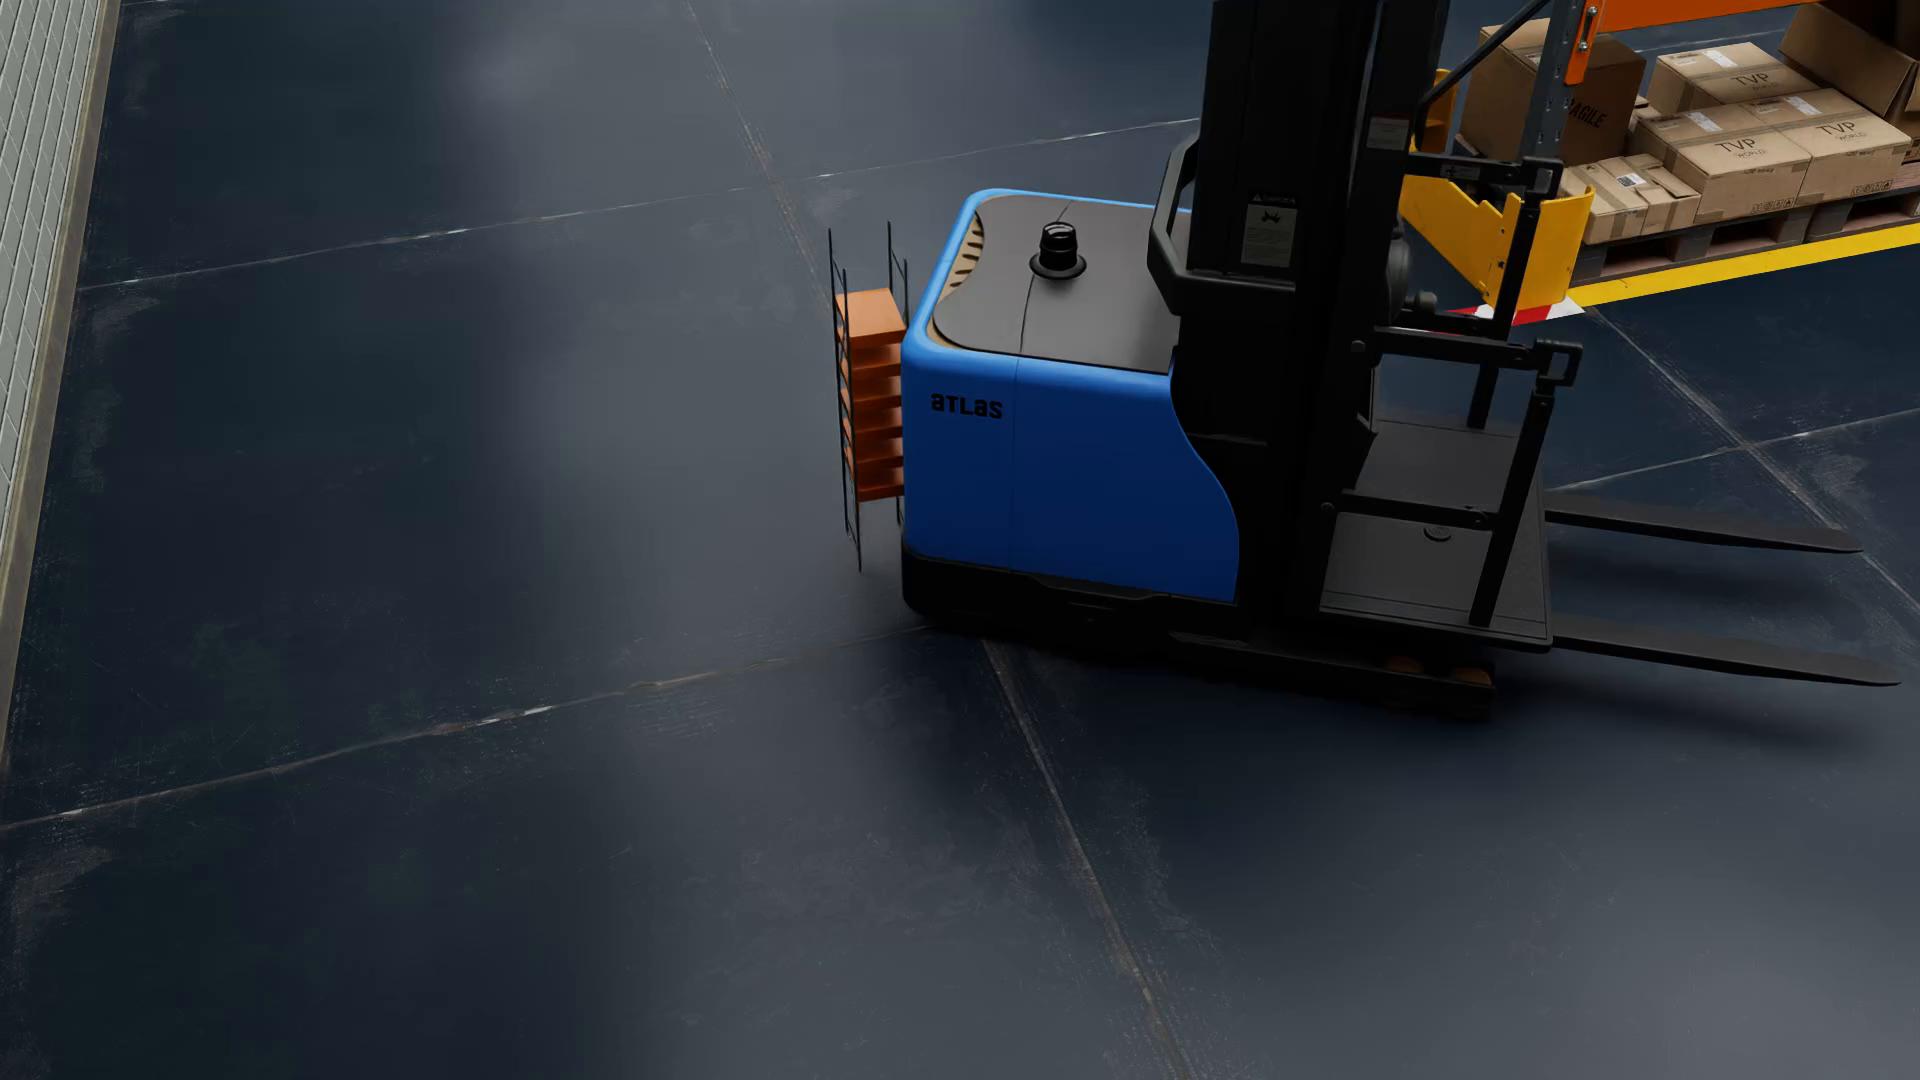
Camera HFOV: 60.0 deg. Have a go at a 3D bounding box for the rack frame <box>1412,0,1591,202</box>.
[{"bbox_3d":[2.120,-2.438,6.261,0.127,3.000,1.000,-12,42,-13],"label":"rack frame"}]

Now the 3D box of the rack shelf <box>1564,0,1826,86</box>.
[{"bbox_3d":[4.028,-2.563,6.950,4.000,0.370,1.077,-12,42,-13],"label":"rack shelf"}]

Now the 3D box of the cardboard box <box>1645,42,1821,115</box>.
[{"bbox_3d":[3.480,-2.000,7.514,0.500,0.250,0.500,-12,42,-13],"label":"cardboard box"}]

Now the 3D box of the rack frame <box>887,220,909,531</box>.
[{"bbox_3d":[-0.187,-0.442,5.344,0.006,1.200,0.240,-10,42,-11],"label":"rack frame"}]

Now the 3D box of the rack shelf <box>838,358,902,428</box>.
[{"bbox_3d":[-0.276,-0.484,5.277,0.180,0.103,0.258,-10,42,-11],"label":"rack shelf"}]

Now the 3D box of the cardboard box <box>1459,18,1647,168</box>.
[{"bbox_3d":[2.565,-1.925,7.239,0.500,0.500,0.500,-12,42,-13],"label":"cardboard box"}]

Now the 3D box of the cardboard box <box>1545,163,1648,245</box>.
[{"bbox_3d":[2.623,-1.398,6.902,0.250,0.149,0.380,-12,42,-13],"label":"cardboard box"}]

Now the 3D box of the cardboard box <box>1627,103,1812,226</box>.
[{"bbox_3d":[3.201,-1.597,7.054,0.500,0.250,0.500,-12,42,-13],"label":"cardboard box"}]

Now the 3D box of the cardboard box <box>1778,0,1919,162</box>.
[{"bbox_3d":[4.145,-2.080,7.414,0.637,0.503,0.797,-12,42,-13],"label":"cardboard box"}]

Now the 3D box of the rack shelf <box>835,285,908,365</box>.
[{"bbox_3d":[-0.276,-0.664,5.119,0.180,0.103,0.258,-10,42,-11],"label":"rack shelf"}]

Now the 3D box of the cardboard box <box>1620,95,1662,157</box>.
[{"bbox_3d":[2.978,-1.823,7.376,0.250,0.166,0.380,-12,42,-13],"label":"cardboard box"}]

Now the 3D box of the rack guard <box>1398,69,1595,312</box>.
[{"bbox_3d":[2.193,-1.512,7.101,0.348,0.500,1.175,-12,42,-13],"label":"rack guard"}]

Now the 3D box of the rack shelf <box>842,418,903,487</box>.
[{"bbox_3d":[-0.276,-0.303,5.435,0.180,0.103,0.258,-10,42,-11],"label":"rack shelf"}]

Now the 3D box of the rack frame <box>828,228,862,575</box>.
[{"bbox_3d":[-0.364,-0.411,5.309,0.006,1.200,0.240,-10,42,-11],"label":"rack frame"}]

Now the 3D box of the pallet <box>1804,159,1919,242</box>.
[{"bbox_3d":[4.114,-1.800,7.650,1.213,0.211,1.003,-12,42,-13],"label":"pallet"}]

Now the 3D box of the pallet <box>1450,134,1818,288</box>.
[{"bbox_3d":[2.953,-1.561,7.377,1.213,0.211,1.003,-12,42,-13],"label":"pallet"}]

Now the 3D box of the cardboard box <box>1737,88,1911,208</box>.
[{"bbox_3d":[3.678,-1.696,7.167,0.500,0.250,0.500,-12,42,-13],"label":"cardboard box"}]

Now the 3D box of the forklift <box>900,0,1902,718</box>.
[{"bbox_3d":[1.385,-0.942,4.601,3.031,2.935,1.130,8,42,9],"label":"forklift"}]

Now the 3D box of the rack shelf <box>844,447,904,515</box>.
[{"bbox_3d":[-0.276,-0.212,5.513,0.180,0.103,0.258,-10,42,-11],"label":"rack shelf"}]

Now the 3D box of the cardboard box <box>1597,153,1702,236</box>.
[{"bbox_3d":[2.861,-1.454,6.953,0.250,0.166,0.380,-12,42,-13],"label":"cardboard box"}]

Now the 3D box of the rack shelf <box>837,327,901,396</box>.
[{"bbox_3d":[-0.276,-0.574,5.198,0.180,0.103,0.258,-10,42,-11],"label":"rack shelf"}]

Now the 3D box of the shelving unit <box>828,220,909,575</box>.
[{"bbox_3d":[-0.276,-0.427,5.326,0.189,1.200,0.258,-10,42,-11],"label":"shelving unit"}]

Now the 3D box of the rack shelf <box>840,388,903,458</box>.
[{"bbox_3d":[-0.276,-0.393,5.356,0.180,0.103,0.258,-10,42,-11],"label":"rack shelf"}]
